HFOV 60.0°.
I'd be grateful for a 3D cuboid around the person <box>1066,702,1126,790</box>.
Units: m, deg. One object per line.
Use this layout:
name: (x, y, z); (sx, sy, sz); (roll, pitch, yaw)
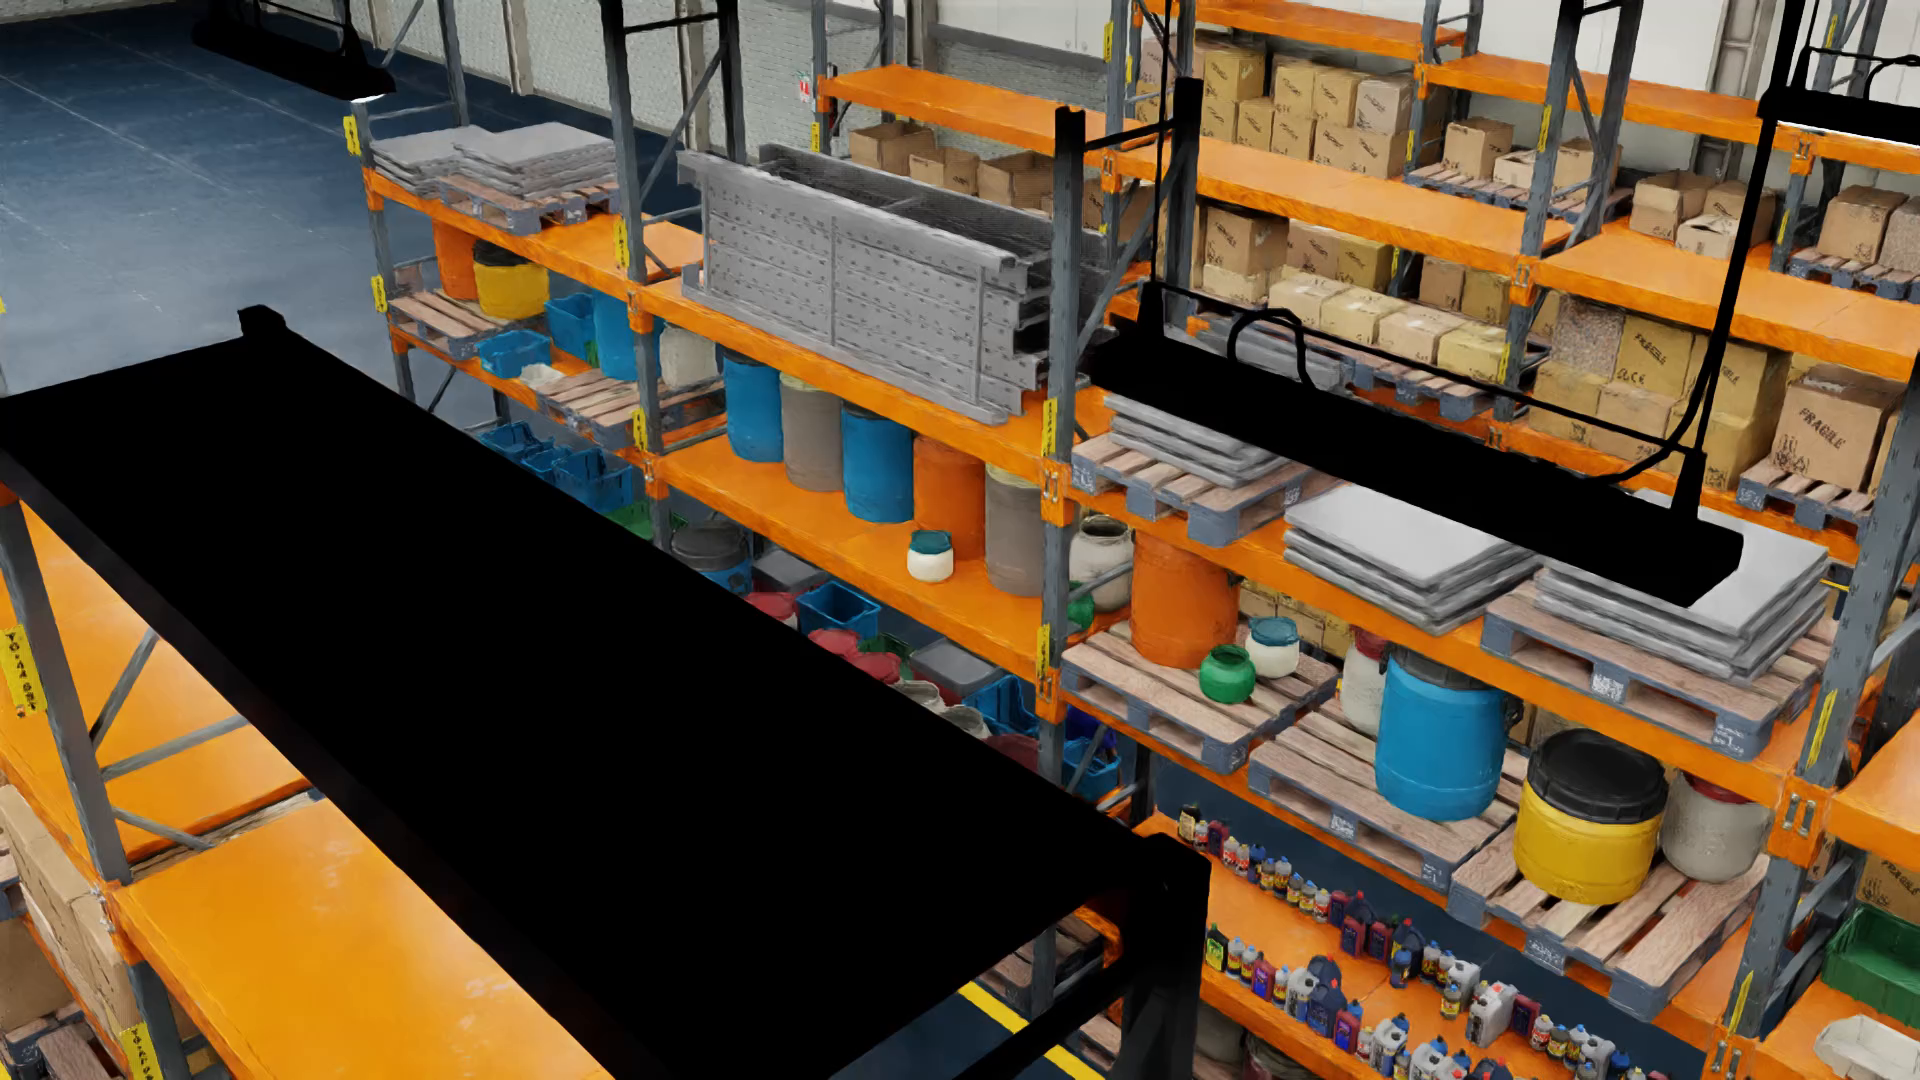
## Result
person: (0.926, 1.664, 12.020); (0.661, 1.645, 0.644); (13, 31, 22)
